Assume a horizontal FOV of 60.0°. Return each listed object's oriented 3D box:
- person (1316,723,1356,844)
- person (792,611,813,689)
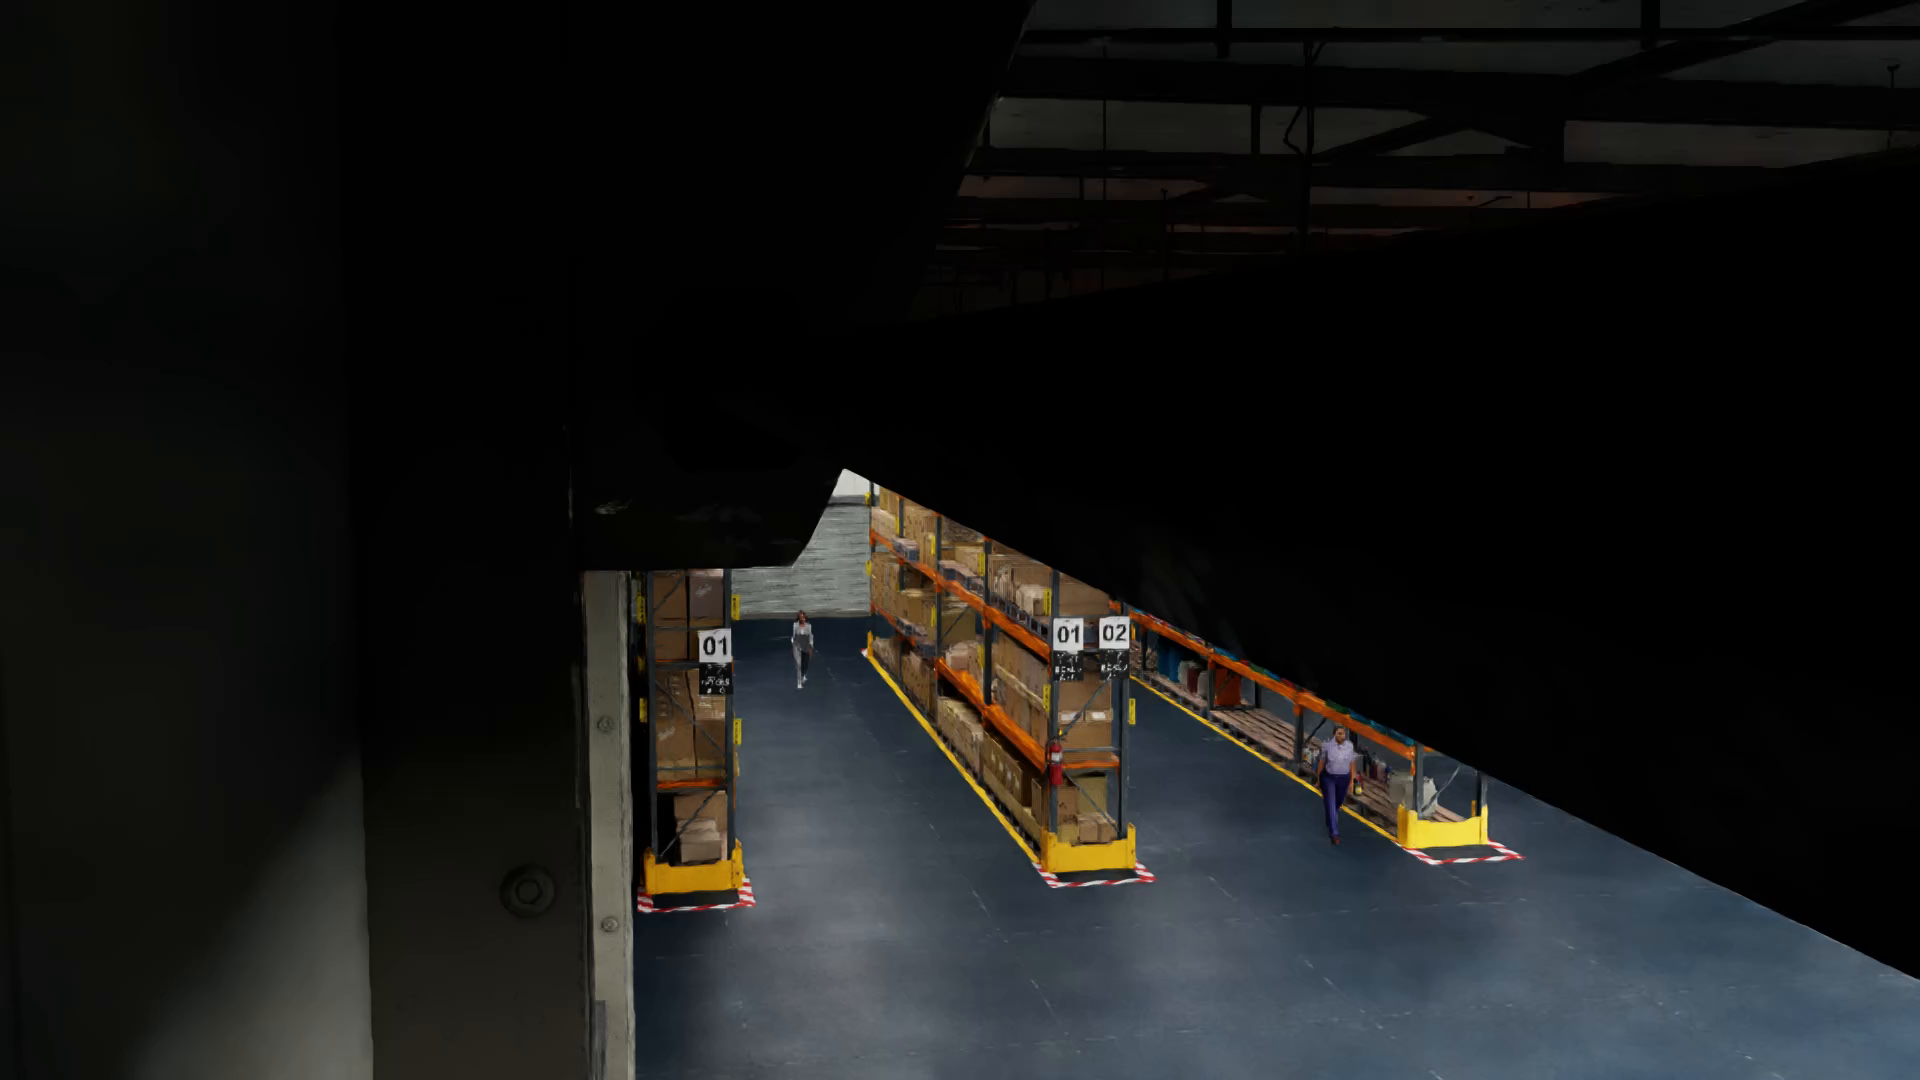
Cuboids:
[{"bbox_3d":[5.066,3.217,22.308,0.478,1.551,1.094,-1,6,-8],"label":"person"},{"bbox_3d":[-3.105,2.138,32.851,0.416,1.525,1.034,-1,6,-12],"label":"person"}]
